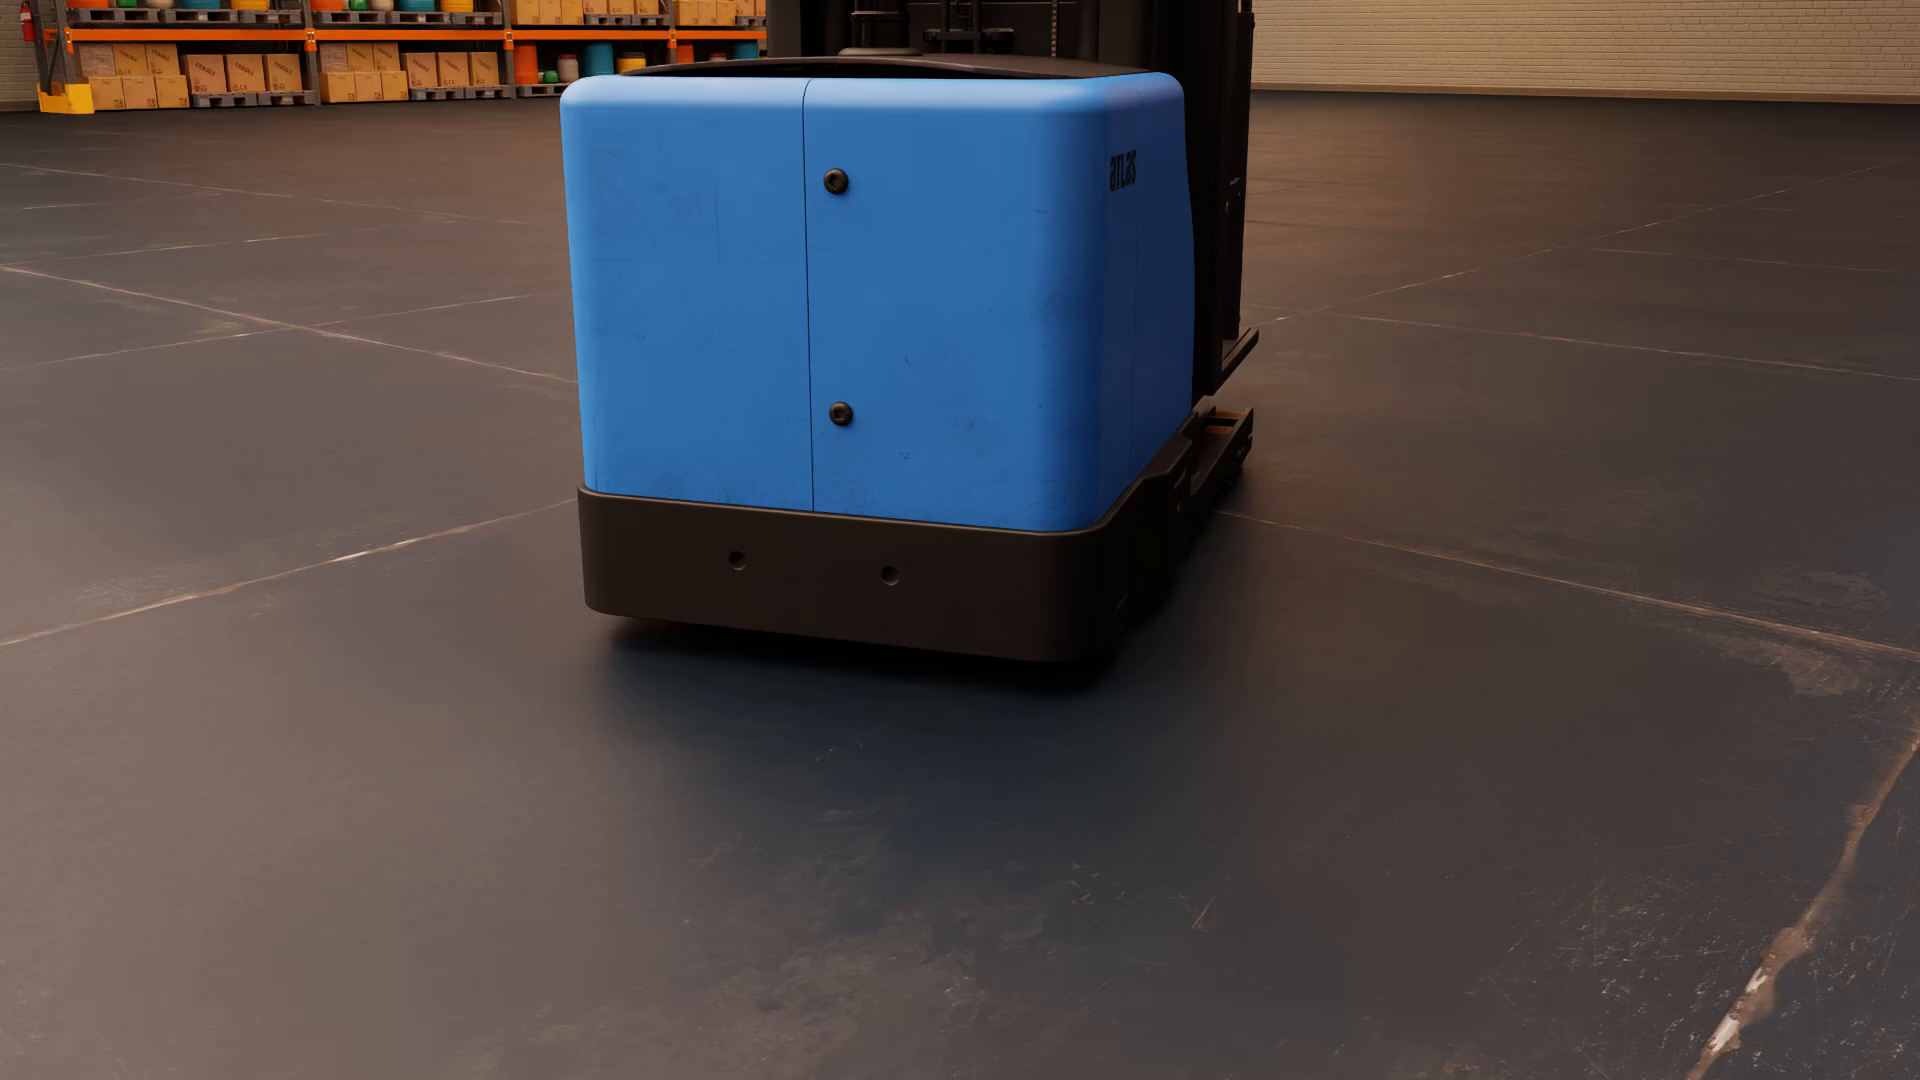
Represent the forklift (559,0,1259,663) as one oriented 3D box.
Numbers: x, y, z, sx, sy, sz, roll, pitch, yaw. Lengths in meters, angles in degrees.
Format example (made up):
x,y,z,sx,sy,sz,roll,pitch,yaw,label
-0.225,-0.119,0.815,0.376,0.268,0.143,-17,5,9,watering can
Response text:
x,y,z,sx,sy,sz,roll,pitch,yaw,label
0.182,-1.571,4.072,1.130,2.935,3.031,5,18,17,forklift
